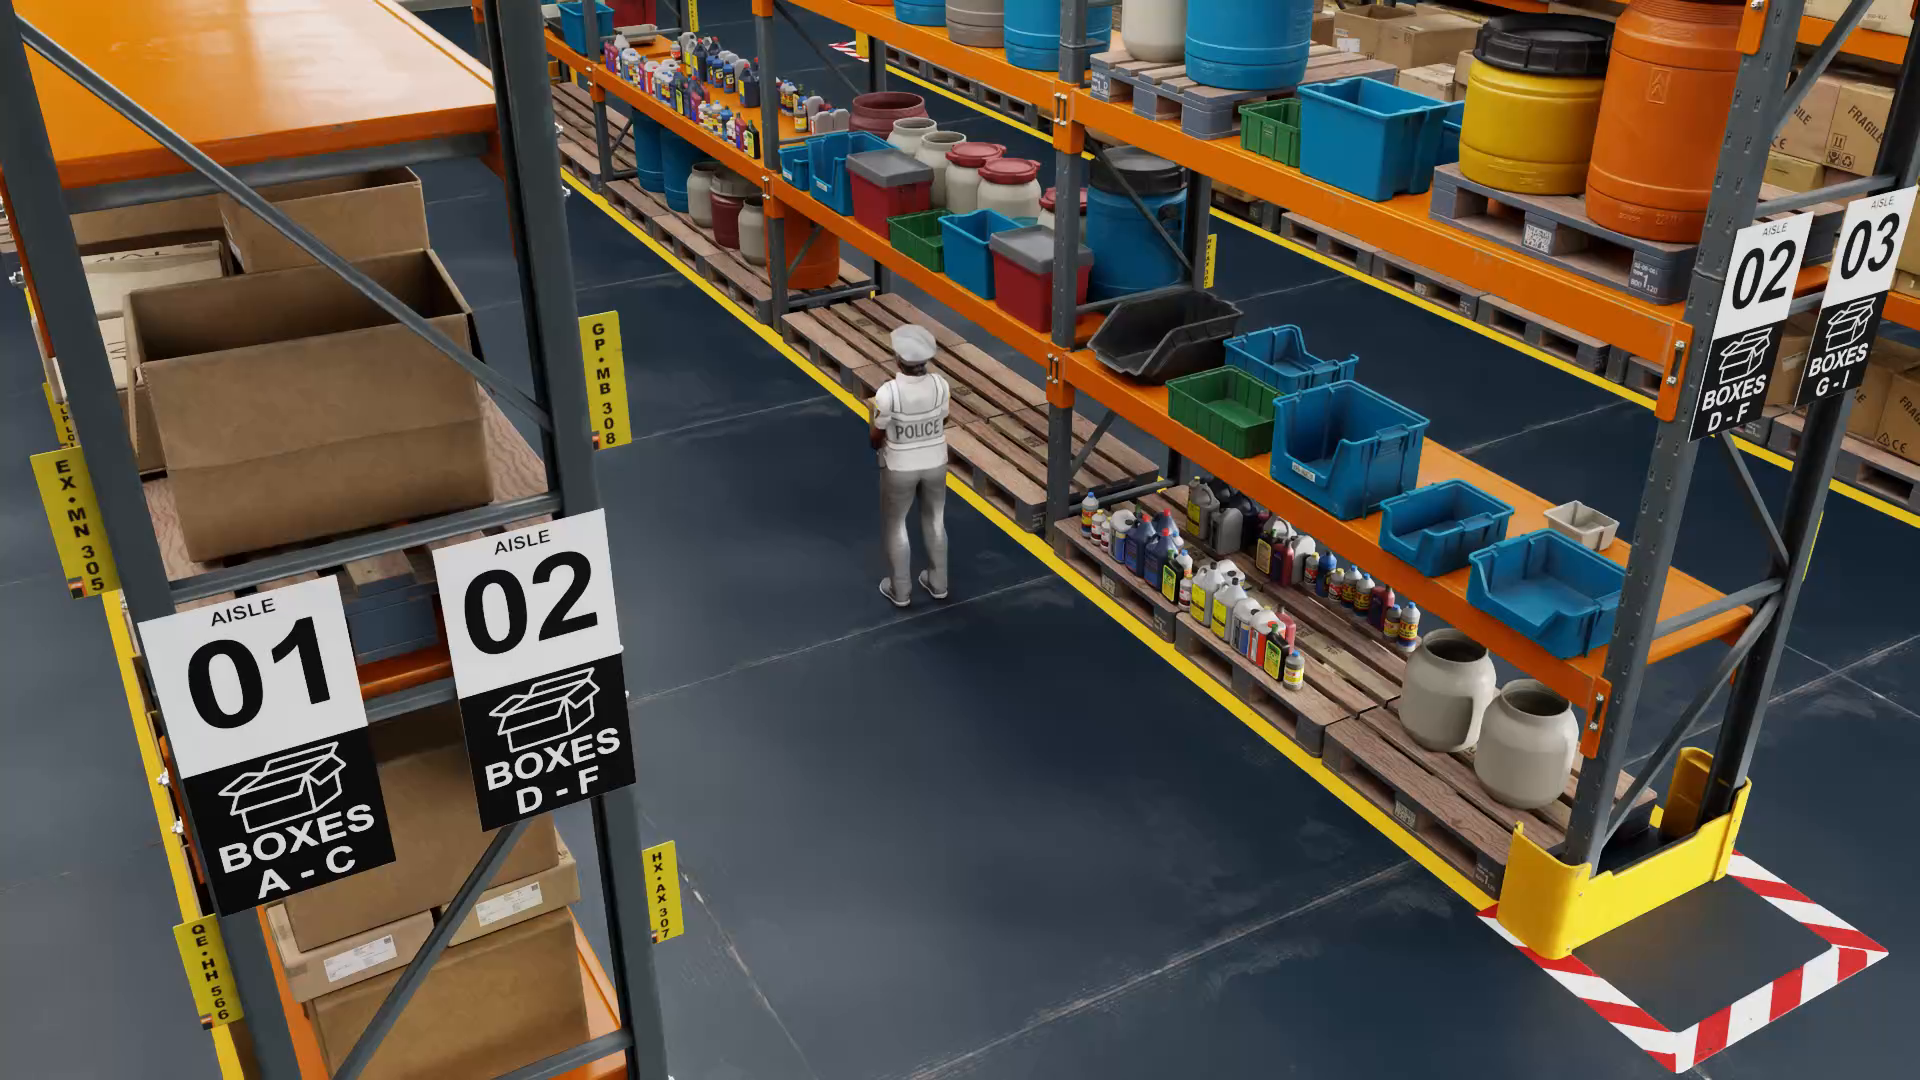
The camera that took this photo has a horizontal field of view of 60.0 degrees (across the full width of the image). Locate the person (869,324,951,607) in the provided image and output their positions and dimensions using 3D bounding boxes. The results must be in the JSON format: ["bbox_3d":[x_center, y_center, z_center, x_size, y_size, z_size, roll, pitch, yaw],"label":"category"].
[{"bbox_3d":[-0.289,-0.446,9.322,0.450,1.690,0.532,-11,31,-19],"label":"person"}]
